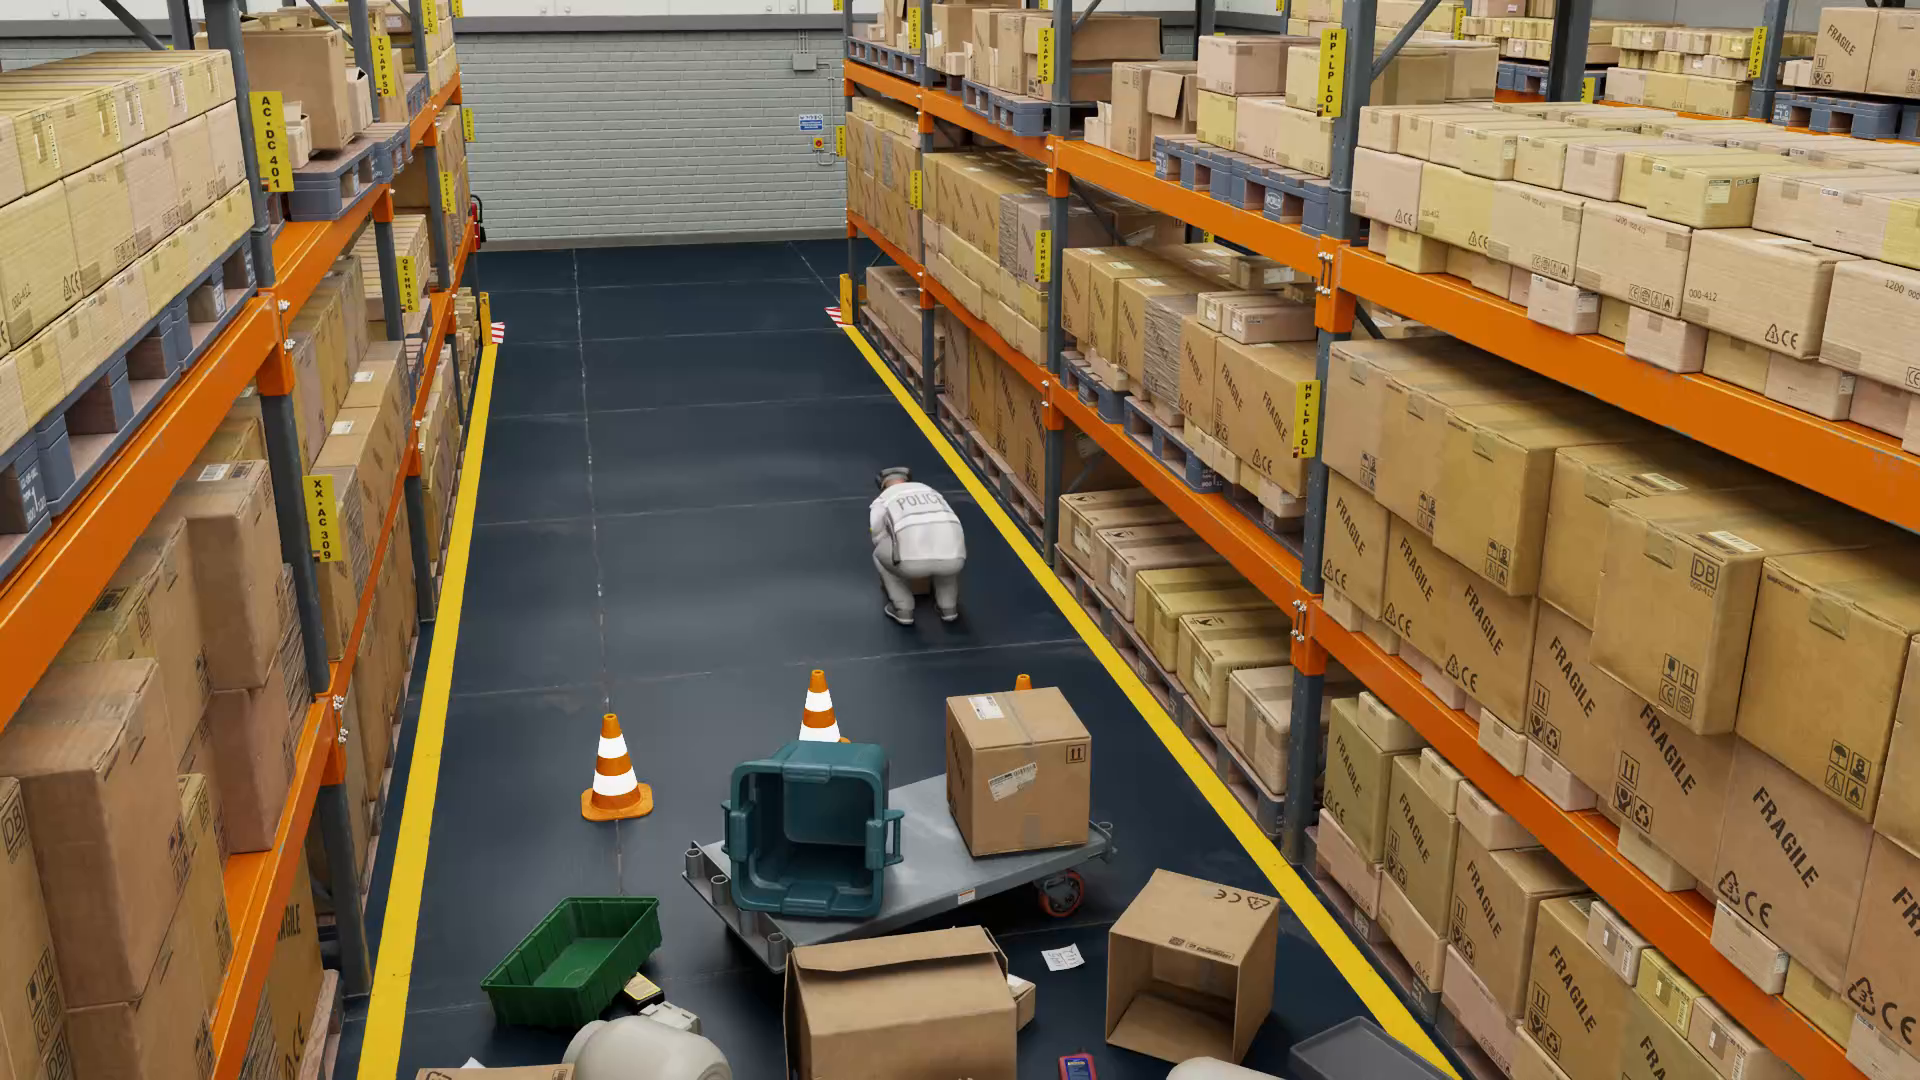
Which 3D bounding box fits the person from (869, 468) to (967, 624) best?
[{"bbox_3d":[-0.278,0.054,10.391,0.534,0.857,1.007,-5,20,-14],"label":"person"}]
